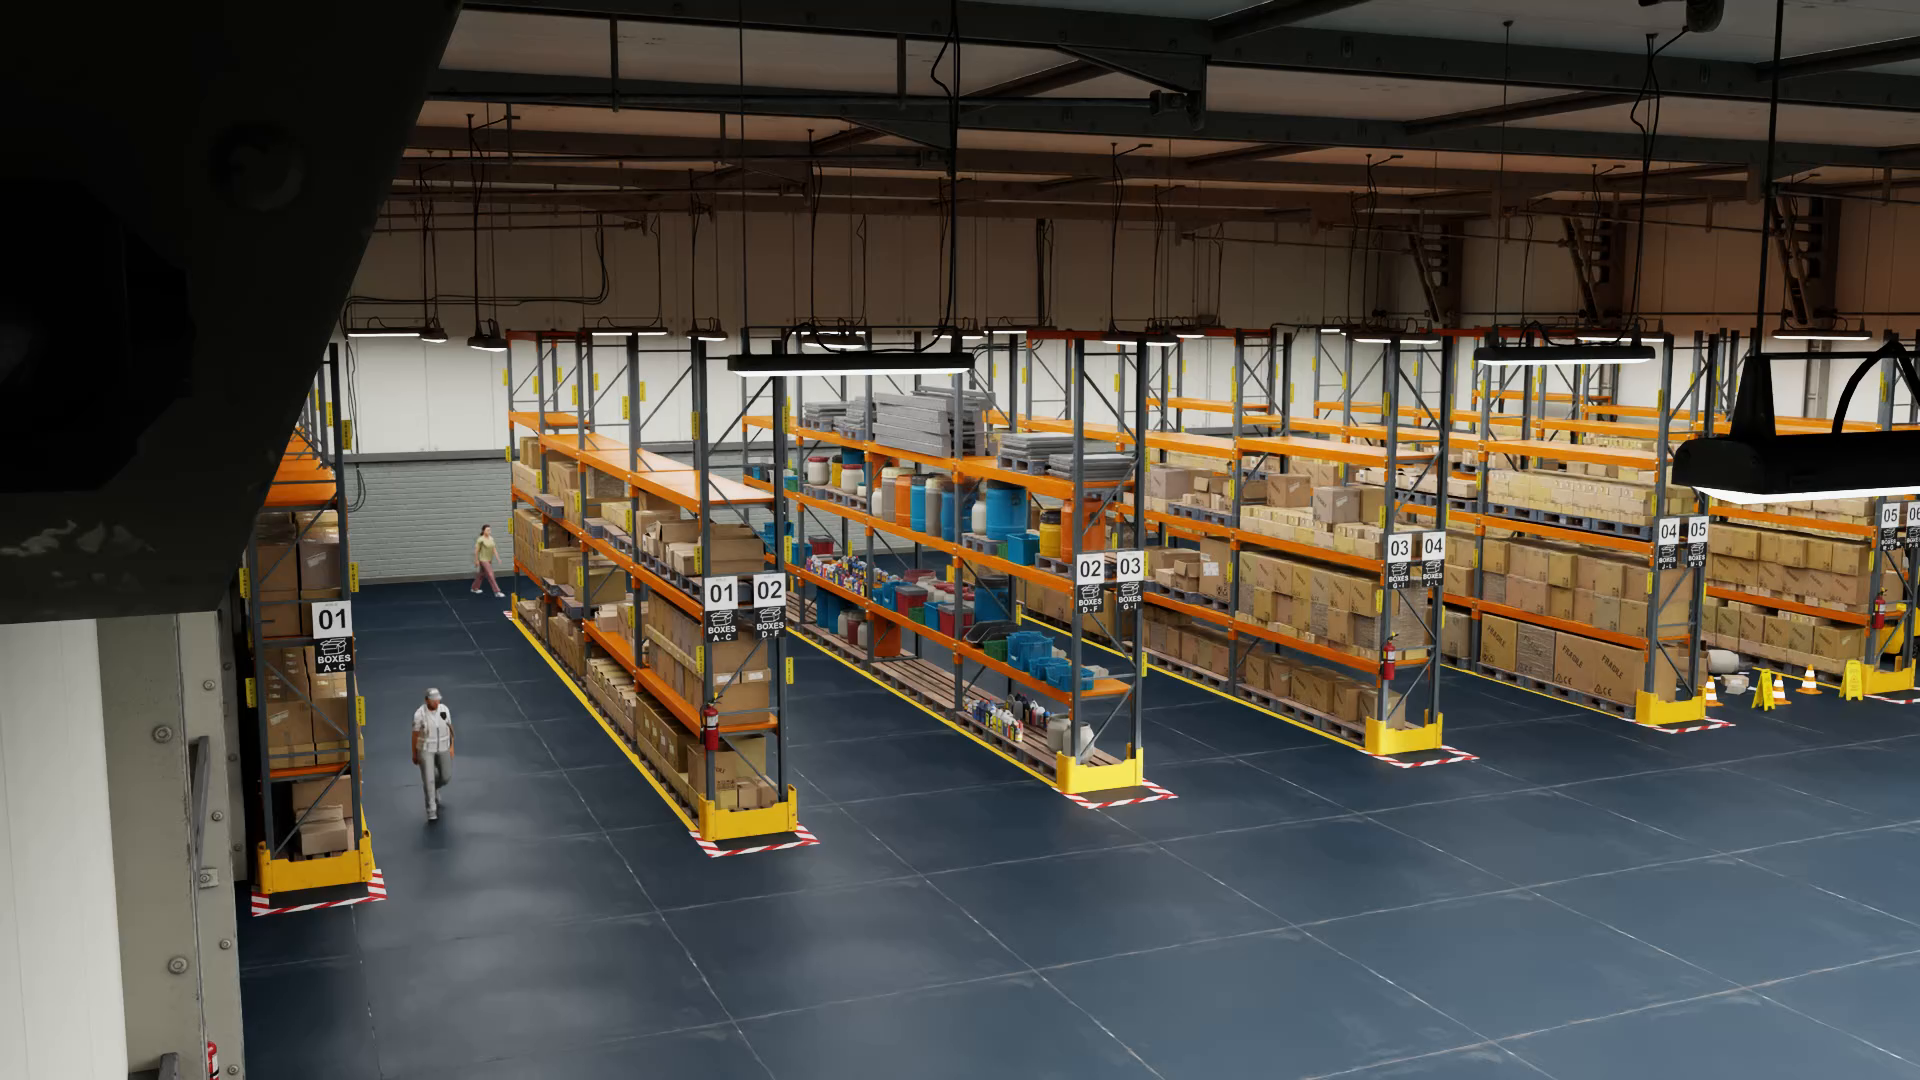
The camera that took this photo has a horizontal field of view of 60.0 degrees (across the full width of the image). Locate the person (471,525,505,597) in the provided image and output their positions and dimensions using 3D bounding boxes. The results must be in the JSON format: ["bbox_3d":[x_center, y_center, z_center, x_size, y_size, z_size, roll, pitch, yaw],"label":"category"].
[{"bbox_3d":[-10.573,0.449,37.206,1.097,1.598,0.459,4,9,24],"label":"person"}]

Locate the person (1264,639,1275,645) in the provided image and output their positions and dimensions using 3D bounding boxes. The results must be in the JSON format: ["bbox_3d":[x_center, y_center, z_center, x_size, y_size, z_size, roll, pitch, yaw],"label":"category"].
[{"bbox_3d":[6.052,1.137,31.878,0.594,1.761,0.548,-3,8,-20],"label":"person"}]

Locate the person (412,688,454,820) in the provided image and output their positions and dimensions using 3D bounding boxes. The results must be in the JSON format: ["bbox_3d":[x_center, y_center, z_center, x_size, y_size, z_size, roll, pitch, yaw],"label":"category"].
[{"bbox_3d":[-6.702,2.658,21.138,0.514,1.623,0.900,-6,10,-37],"label":"person"}]
